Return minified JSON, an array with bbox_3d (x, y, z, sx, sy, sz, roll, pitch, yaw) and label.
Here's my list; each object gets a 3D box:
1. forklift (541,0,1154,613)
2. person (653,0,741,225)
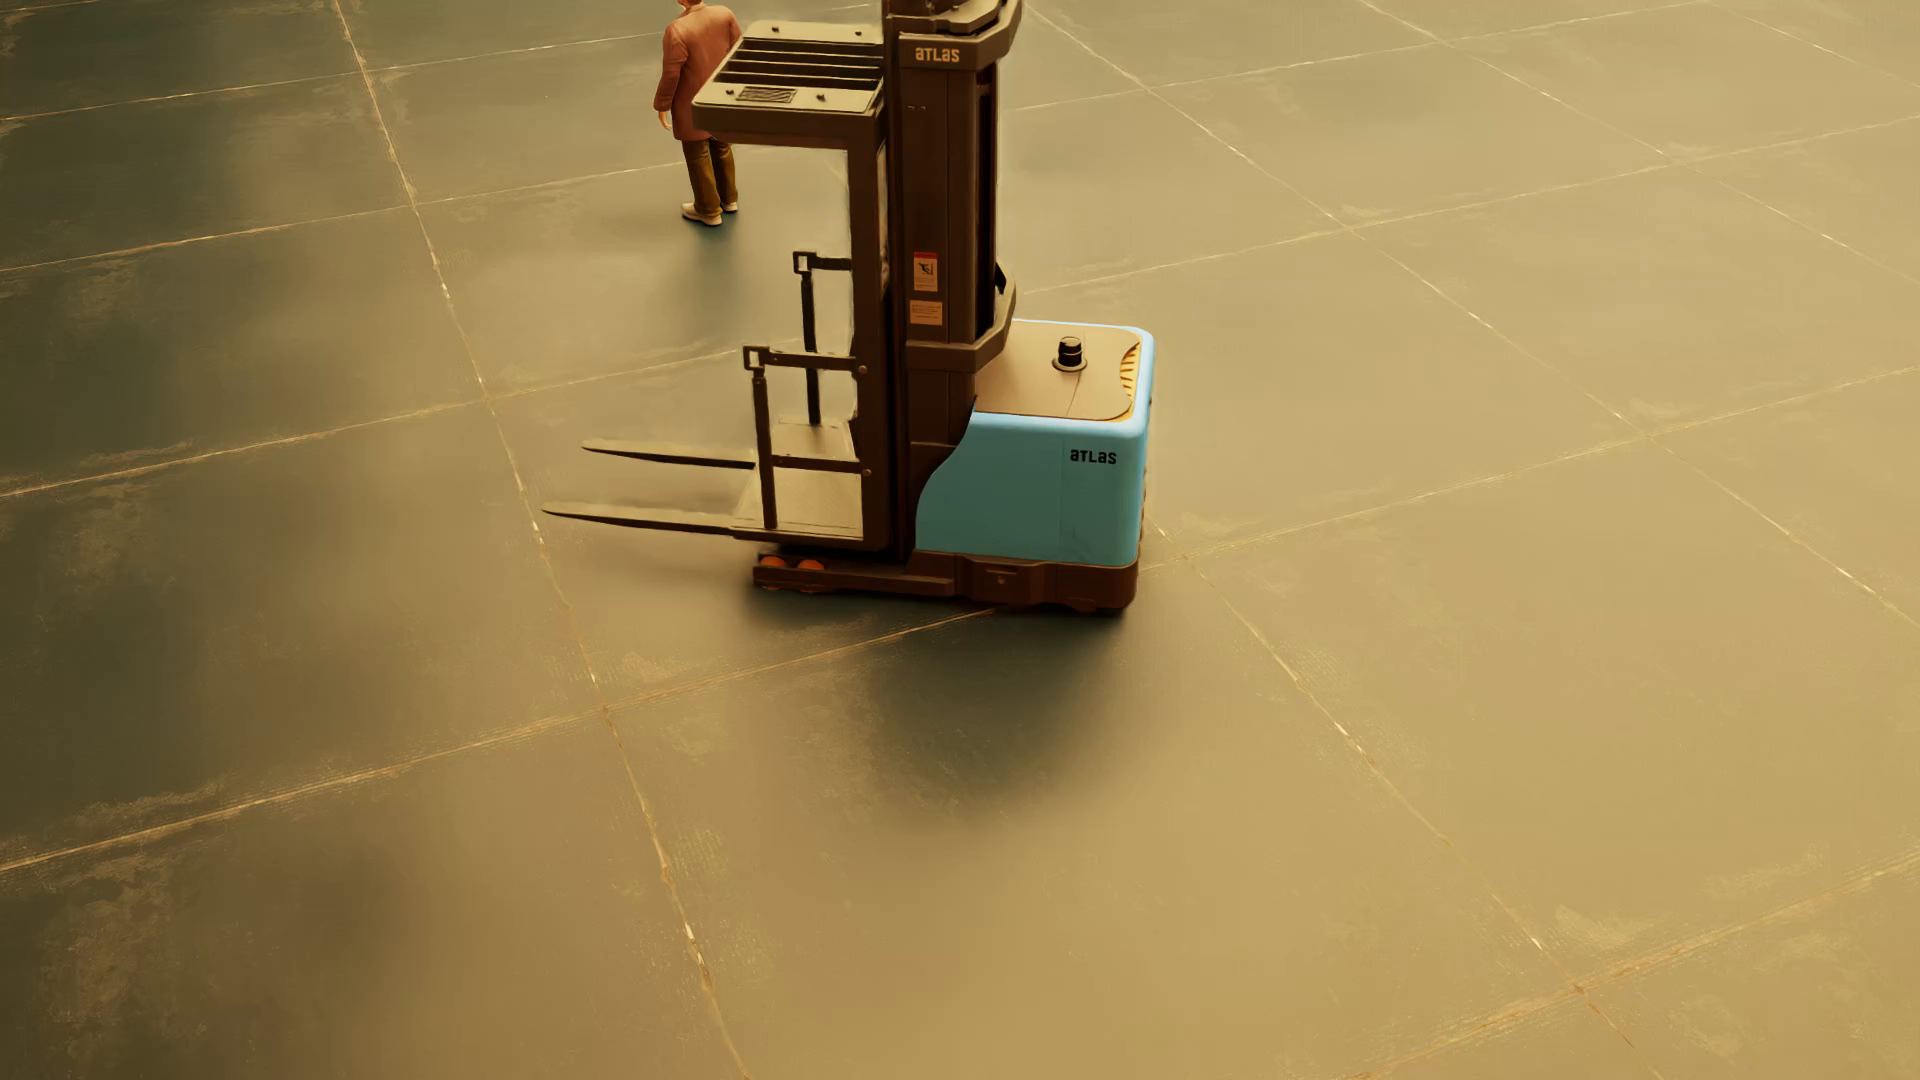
[{"bbox_3d":[-0.586,-1.227,7.824,3.031,2.935,1.130,5,36,7],"label":"forklift"},{"bbox_3d":[-1.819,-3.024,11.333,0.695,1.776,0.582,-27,43,-32],"label":"person"}]
